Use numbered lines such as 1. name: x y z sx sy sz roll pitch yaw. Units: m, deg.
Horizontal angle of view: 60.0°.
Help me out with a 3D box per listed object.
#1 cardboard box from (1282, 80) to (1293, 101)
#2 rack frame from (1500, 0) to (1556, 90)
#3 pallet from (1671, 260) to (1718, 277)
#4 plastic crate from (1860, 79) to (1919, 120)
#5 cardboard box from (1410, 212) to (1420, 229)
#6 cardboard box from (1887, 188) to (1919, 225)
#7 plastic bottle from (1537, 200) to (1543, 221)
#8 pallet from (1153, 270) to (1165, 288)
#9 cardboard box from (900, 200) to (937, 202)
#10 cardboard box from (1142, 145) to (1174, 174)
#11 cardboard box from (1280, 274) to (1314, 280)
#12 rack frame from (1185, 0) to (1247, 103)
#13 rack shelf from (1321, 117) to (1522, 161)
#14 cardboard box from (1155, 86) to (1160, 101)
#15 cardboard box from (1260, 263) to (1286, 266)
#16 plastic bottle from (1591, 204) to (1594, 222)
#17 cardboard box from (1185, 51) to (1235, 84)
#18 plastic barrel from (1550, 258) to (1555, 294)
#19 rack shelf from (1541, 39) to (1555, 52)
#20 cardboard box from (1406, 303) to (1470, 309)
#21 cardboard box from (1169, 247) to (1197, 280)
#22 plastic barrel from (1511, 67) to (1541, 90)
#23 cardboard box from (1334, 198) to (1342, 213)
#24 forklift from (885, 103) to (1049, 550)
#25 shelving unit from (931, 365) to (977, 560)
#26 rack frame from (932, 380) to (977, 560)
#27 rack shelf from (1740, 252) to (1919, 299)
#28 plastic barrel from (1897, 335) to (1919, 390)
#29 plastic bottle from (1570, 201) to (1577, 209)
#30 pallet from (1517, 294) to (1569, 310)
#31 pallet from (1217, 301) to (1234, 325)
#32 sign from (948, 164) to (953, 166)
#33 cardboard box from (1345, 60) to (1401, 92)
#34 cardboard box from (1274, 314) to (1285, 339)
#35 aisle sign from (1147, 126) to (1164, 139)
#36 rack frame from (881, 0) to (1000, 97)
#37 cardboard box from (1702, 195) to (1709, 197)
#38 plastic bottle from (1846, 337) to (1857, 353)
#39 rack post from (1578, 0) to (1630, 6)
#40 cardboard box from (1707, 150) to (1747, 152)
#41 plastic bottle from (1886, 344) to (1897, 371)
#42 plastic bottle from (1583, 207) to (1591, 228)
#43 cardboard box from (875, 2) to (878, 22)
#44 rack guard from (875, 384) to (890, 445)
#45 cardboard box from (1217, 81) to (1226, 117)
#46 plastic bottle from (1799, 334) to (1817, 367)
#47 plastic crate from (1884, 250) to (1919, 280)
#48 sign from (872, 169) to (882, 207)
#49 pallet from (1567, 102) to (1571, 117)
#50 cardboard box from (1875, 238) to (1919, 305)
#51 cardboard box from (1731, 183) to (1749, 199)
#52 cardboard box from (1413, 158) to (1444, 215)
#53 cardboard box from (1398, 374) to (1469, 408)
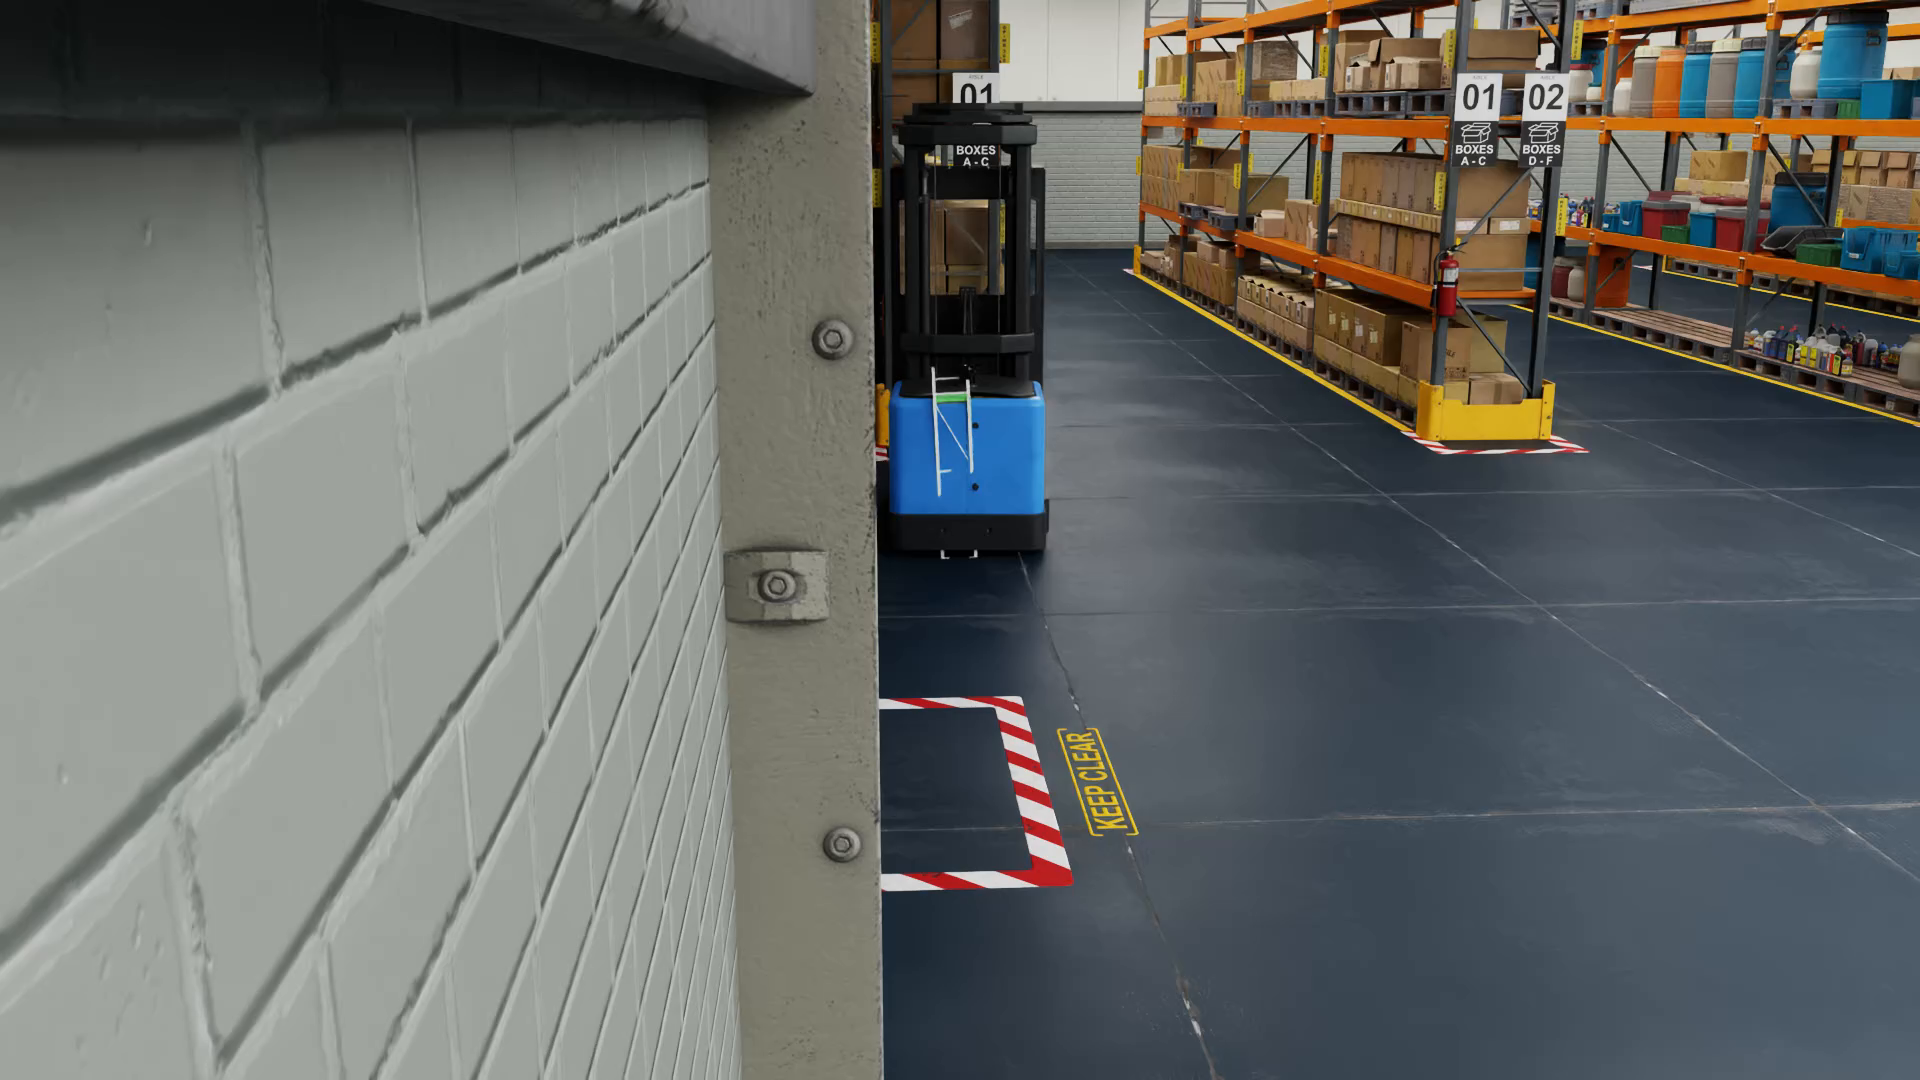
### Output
1. cardboard box: 4.417 -5.736 21.237 0.500 0.250 0.500 0 14 -2
2. rack frame: 8.978 -8.370 25.998 1.000 3.000 0.127 -1 14 -3
3. pallet: 13.801 -4.988 30.488 1.003 0.211 1.213 -1 14 -3
4. plastic crate: 9.303 -4.395 16.600 0.392 0.384 0.575 -1 14 -3
5. cardboard box: 4.517 -3.051 15.861 0.380 0.149 0.250 -1 14 -3
6. cardboard box: 13.866 -4.838 24.108 0.500 0.500 0.500 -1 14 -4
7. plastic bottle: 8.716 -4.944 24.819 0.144 0.351 0.185 -1 14 -3
8. pallet: 3.914 -4.513 28.645 1.003 0.211 1.213 -1 14 -3
9. cardboard box: -0.465 -2.995 15.904 0.500 0.500 0.500 -1 14 -5
10. cardboard box: 3.551 -6.802 29.736 0.500 0.500 0.500 0 14 -2
11. cardboard box: 4.560 -3.411 22.314 0.500 0.311 0.500 -1 14 -2
12. rack frame: 4.034 -8.294 25.704 1.000 3.000 0.127 -1 14 -3
13. rack shelf: 4.654 -4.006 16.502 1.077 0.370 4.000 -1 14 -3
14. cardboard box: 3.620 -7.626 28.422 0.500 0.250 0.500 -1 14 -3
15. cardboard box: 4.475 -3.769 24.290 0.500 0.500 0.500 -1 14 -4
16. plastic bottle: 9.436 -4.867 24.673 0.152 0.276 0.135 -1 14 -3
17. cardboard box: 3.966 -7.495 26.409 0.700 0.500 0.500 -1 14 -3
18. plastic barrel: 8.984 -4.010 25.241 0.421 0.512 0.421 0 14 0
19. rack shelf: 8.854 -8.325 28.070 1.077 0.370 4.000 -1 14 -3
20. cardboard box: 4.876 -2.149 17.031 0.500 0.500 0.500 -1 14 -3
21. cardboard box: 3.716 -4.529 27.242 0.500 0.500 0.500 -1 14 -3
22. plastic barrel: 8.761 -7.052 25.779 0.433 0.535 0.433 0 14 0
23. cardboard box: 4.353 -3.692 18.354 0.380 0.149 0.250 -1 14 -4
24. forklift: 0.056 -1.659 12.093 1.130 2.935 3.031 0 14 0
25. shelving unit: -0.038 -0.521 11.090 0.258 1.200 0.503 -3 17 0
26. rack frame: -0.033 -0.450 10.857 0.240 1.200 0.015 -3 17 0
27. rack shelf: 9.598 -2.629 17.169 1.077 0.370 4.000 -1 14 -3
28. plastic barrel: 9.573 -1.766 16.520 0.421 0.512 0.421 0 14 0
29. plastic bottle: 9.278 -4.995 25.180 0.097 0.271 0.097 0 14 0
30. pallet: 9.063 -3.617 25.162 1.003 0.211 1.213 -1 14 -3
31. pallet: 4.273 -3.230 23.657 1.003 0.211 1.213 -1 14 -3
32. sign: -0.121 -4.850 22.192 0.100 0.325 0.005 -1 14 -3
33. cardboard box: 4.331 -4.817 17.262 0.500 0.311 0.500 -2 15 -7
34. cardboard box: 4.153 -2.623 20.376 0.500 0.250 0.500 -1 14 -2
35. aisle sign: 3.489 -7.655 30.043 0.394 0.787 0.004 -1 14 -3
36. rack frame: -0.166 -5.233 13.804 1.000 3.000 0.127 -1 14 -3
37. cardboard box: 13.432 -6.065 29.584 0.380 0.149 0.250 -1 14 -5
38. plastic bottle: 9.733 -2.081 18.162 0.061 0.283 0.133 -1 14 -3
39. rack post: 9.140 -7.518 22.839 0.954 0.300 0.937 -1 14 -3
40. cardboard box: 13.966 -6.853 30.342 0.500 0.500 0.500 -1 14 -3
41. plastic bottle: 9.893 -1.938 17.631 0.097 0.271 0.097 0 14 0
42. plastic bottle: 8.775 -4.507 23.259 0.061 0.283 0.133 -1 14 -3
43. cardboard box: -0.499 -4.561 14.966 0.500 0.500 0.500 0 14 0
44. rack guard: -0.171 -1.136 14.937 1.175 0.500 0.348 -1 14 -3
45. cardboard box: 4.157 -6.260 23.614 0.910 0.500 0.500 -1 14 -3
46. plastic bottle: 9.148 -2.045 17.889 0.144 0.351 0.185 -1 14 -4
47. plastic crate: 9.357 -2.690 16.259 0.499 0.251 0.408 -1 14 -3
48. sign: -0.722 -3.037 14.354 0.100 0.325 0.005 -1 14 -3
49. pallet: 9.197 -6.350 24.547 1.003 0.211 1.213 -1 14 -3
50. cardboard box: 14.147 -3.893 24.057 1.225 0.875 0.875 -2 15 -6
51. cardboard box: 13.566 -5.974 28.429 0.500 0.250 0.500 -1 14 -2
52. cardboard box: 4.720 -3.342 15.690 0.700 0.500 0.500 -1 14 -5
53. cardboard box: 4.449 -1.405 15.644 0.500 0.250 0.500 -1 14 -3
